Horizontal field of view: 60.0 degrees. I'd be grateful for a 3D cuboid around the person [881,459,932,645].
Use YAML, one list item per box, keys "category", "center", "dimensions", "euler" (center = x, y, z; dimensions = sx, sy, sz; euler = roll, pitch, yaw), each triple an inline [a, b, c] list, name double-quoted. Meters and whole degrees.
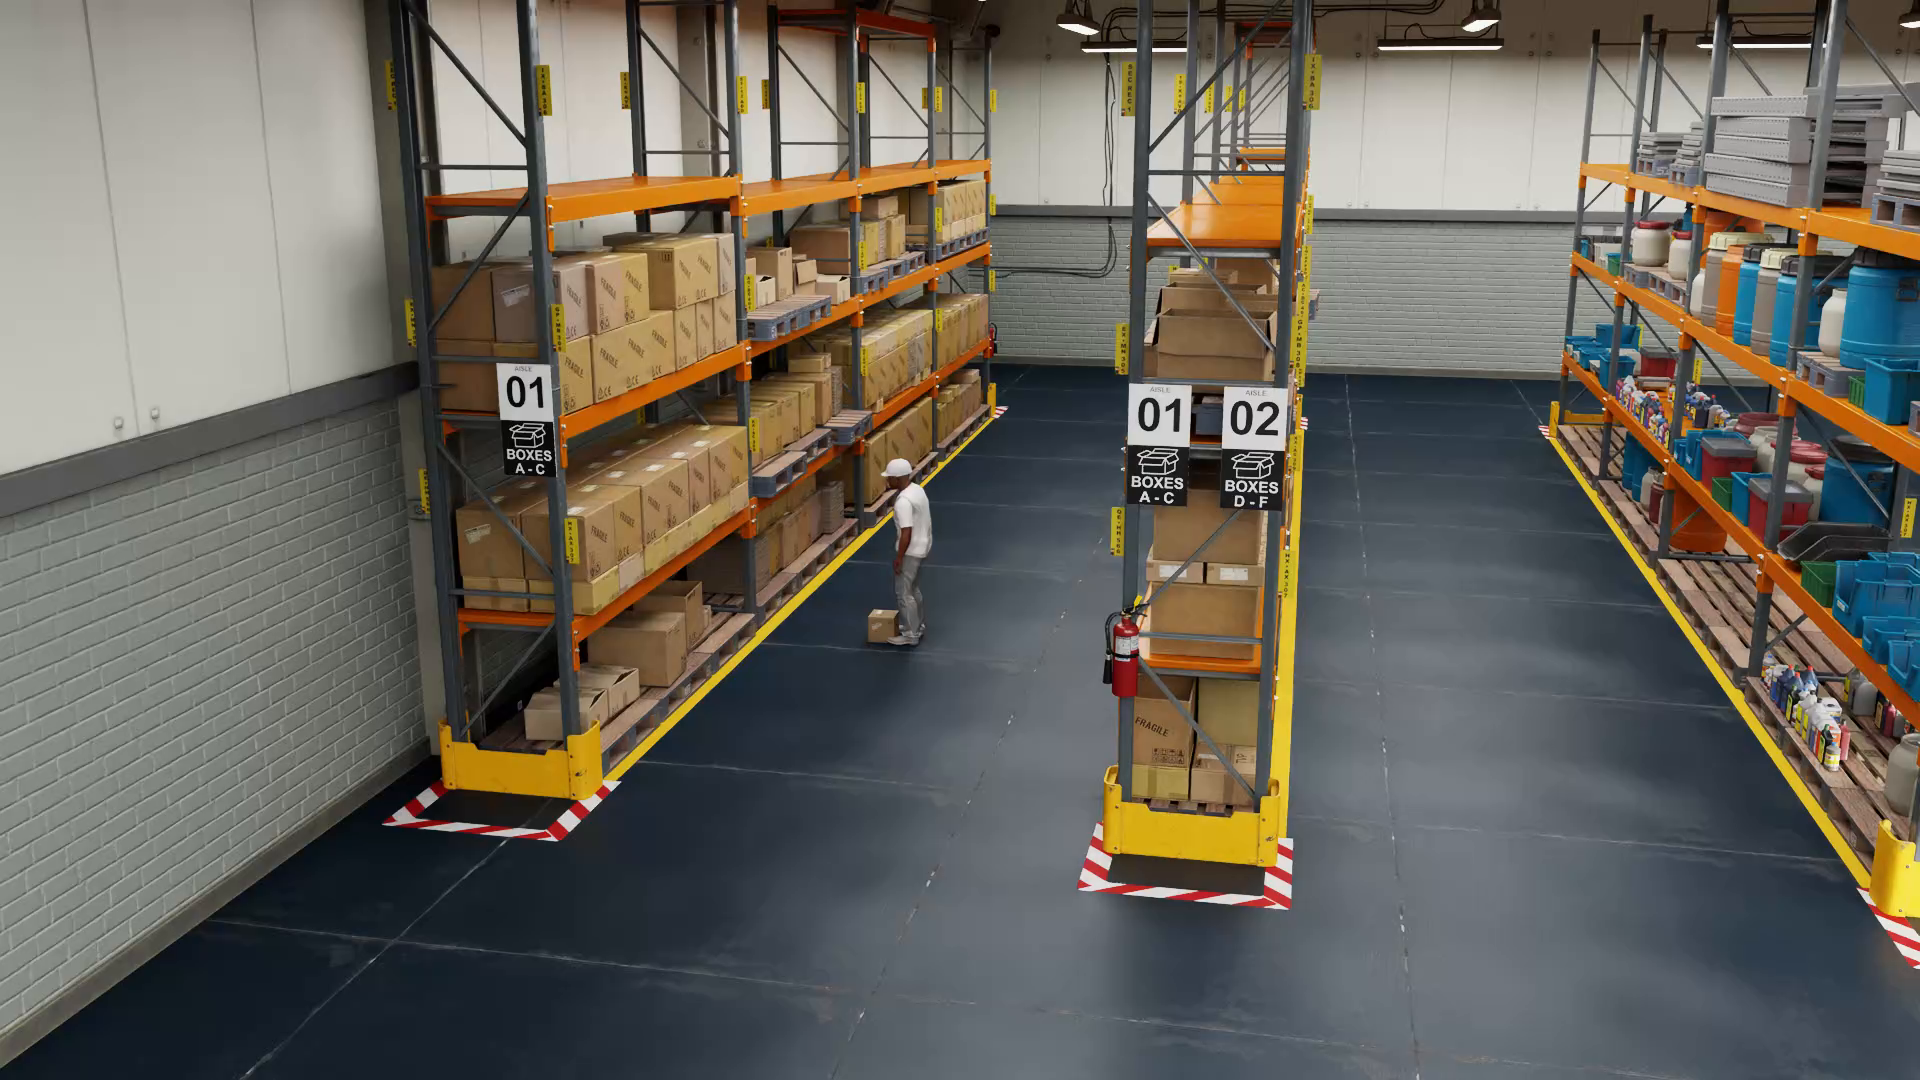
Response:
- category: "person"
  center: [-0.498, 0.099, 15.595]
  dimensions: [0.461, 1.760, 0.626]
  euler: [3, 15, 11]
